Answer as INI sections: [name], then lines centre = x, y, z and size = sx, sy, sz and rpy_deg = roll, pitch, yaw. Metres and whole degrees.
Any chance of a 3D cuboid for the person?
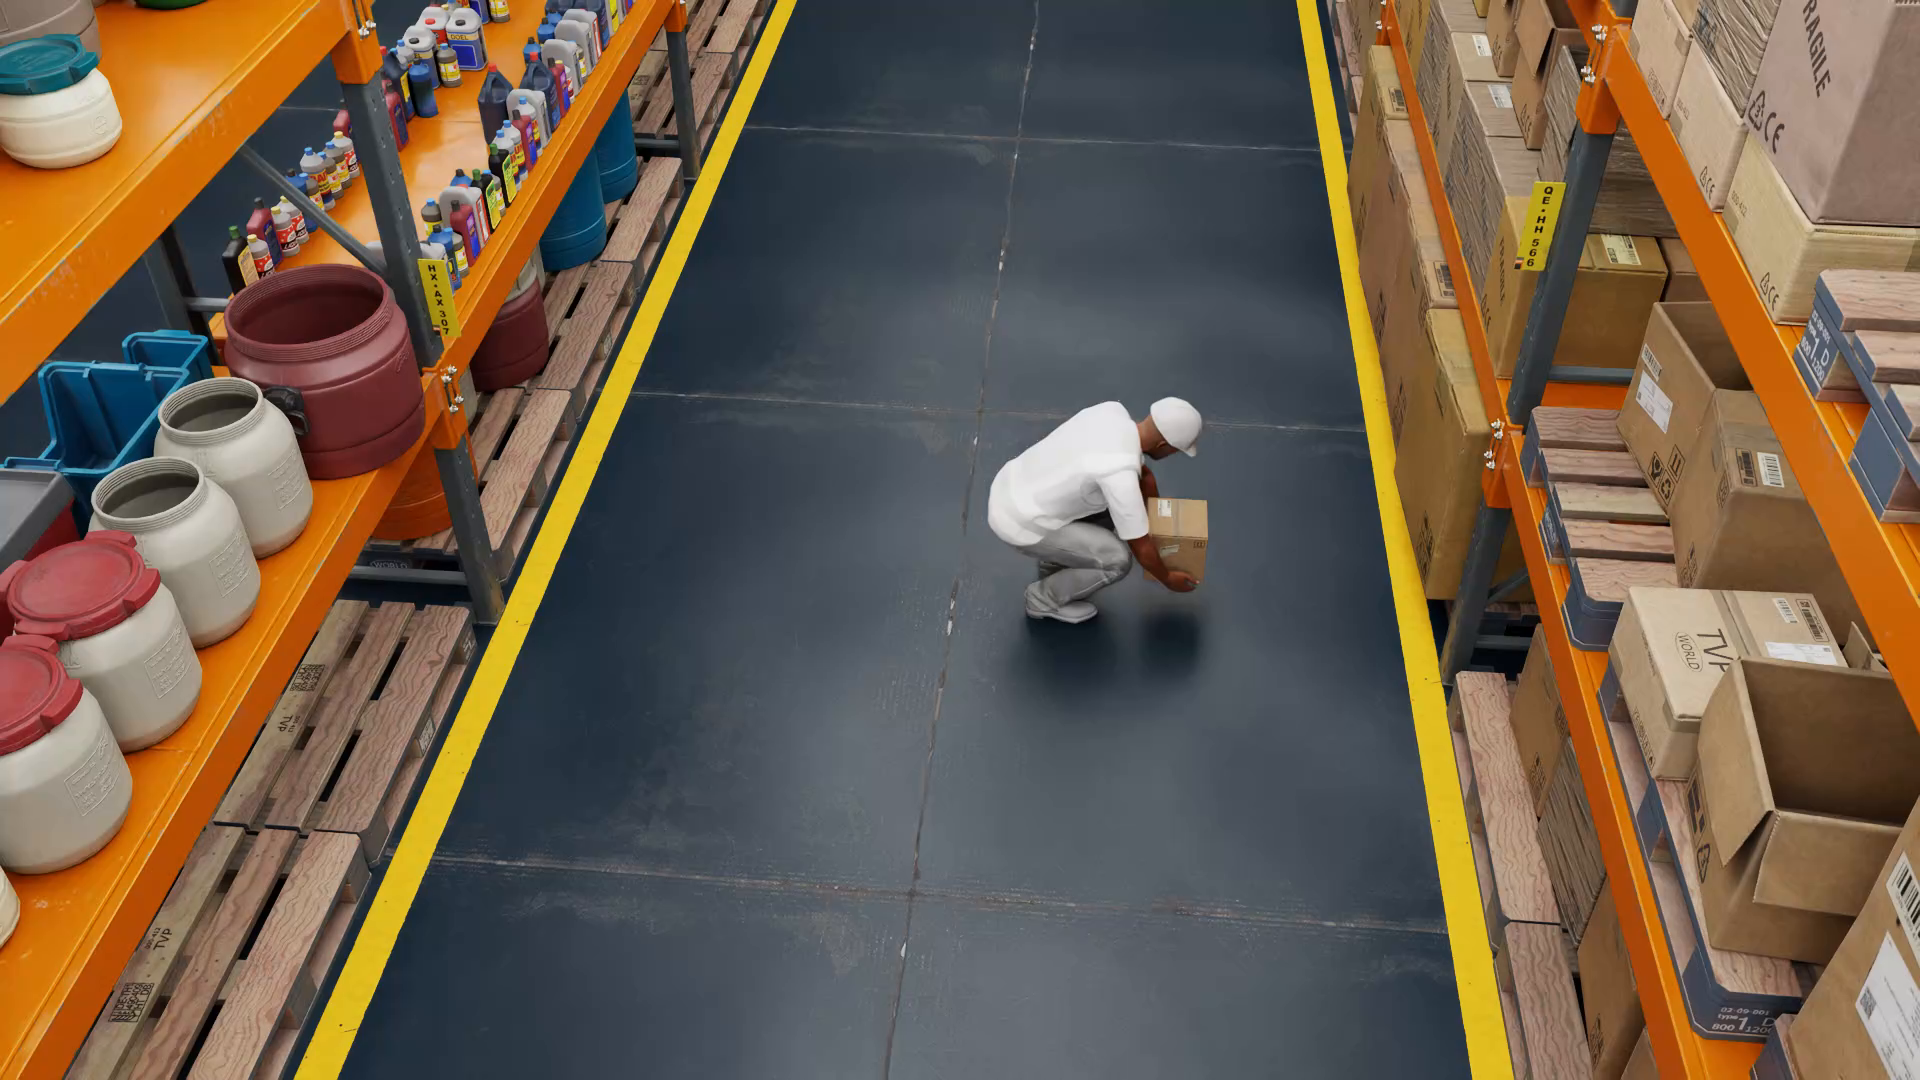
[person]
centre = 0.568, -0.167, 6.940
size = 0.894, 1.002, 0.586
rpy_deg = 3, 40, 4
